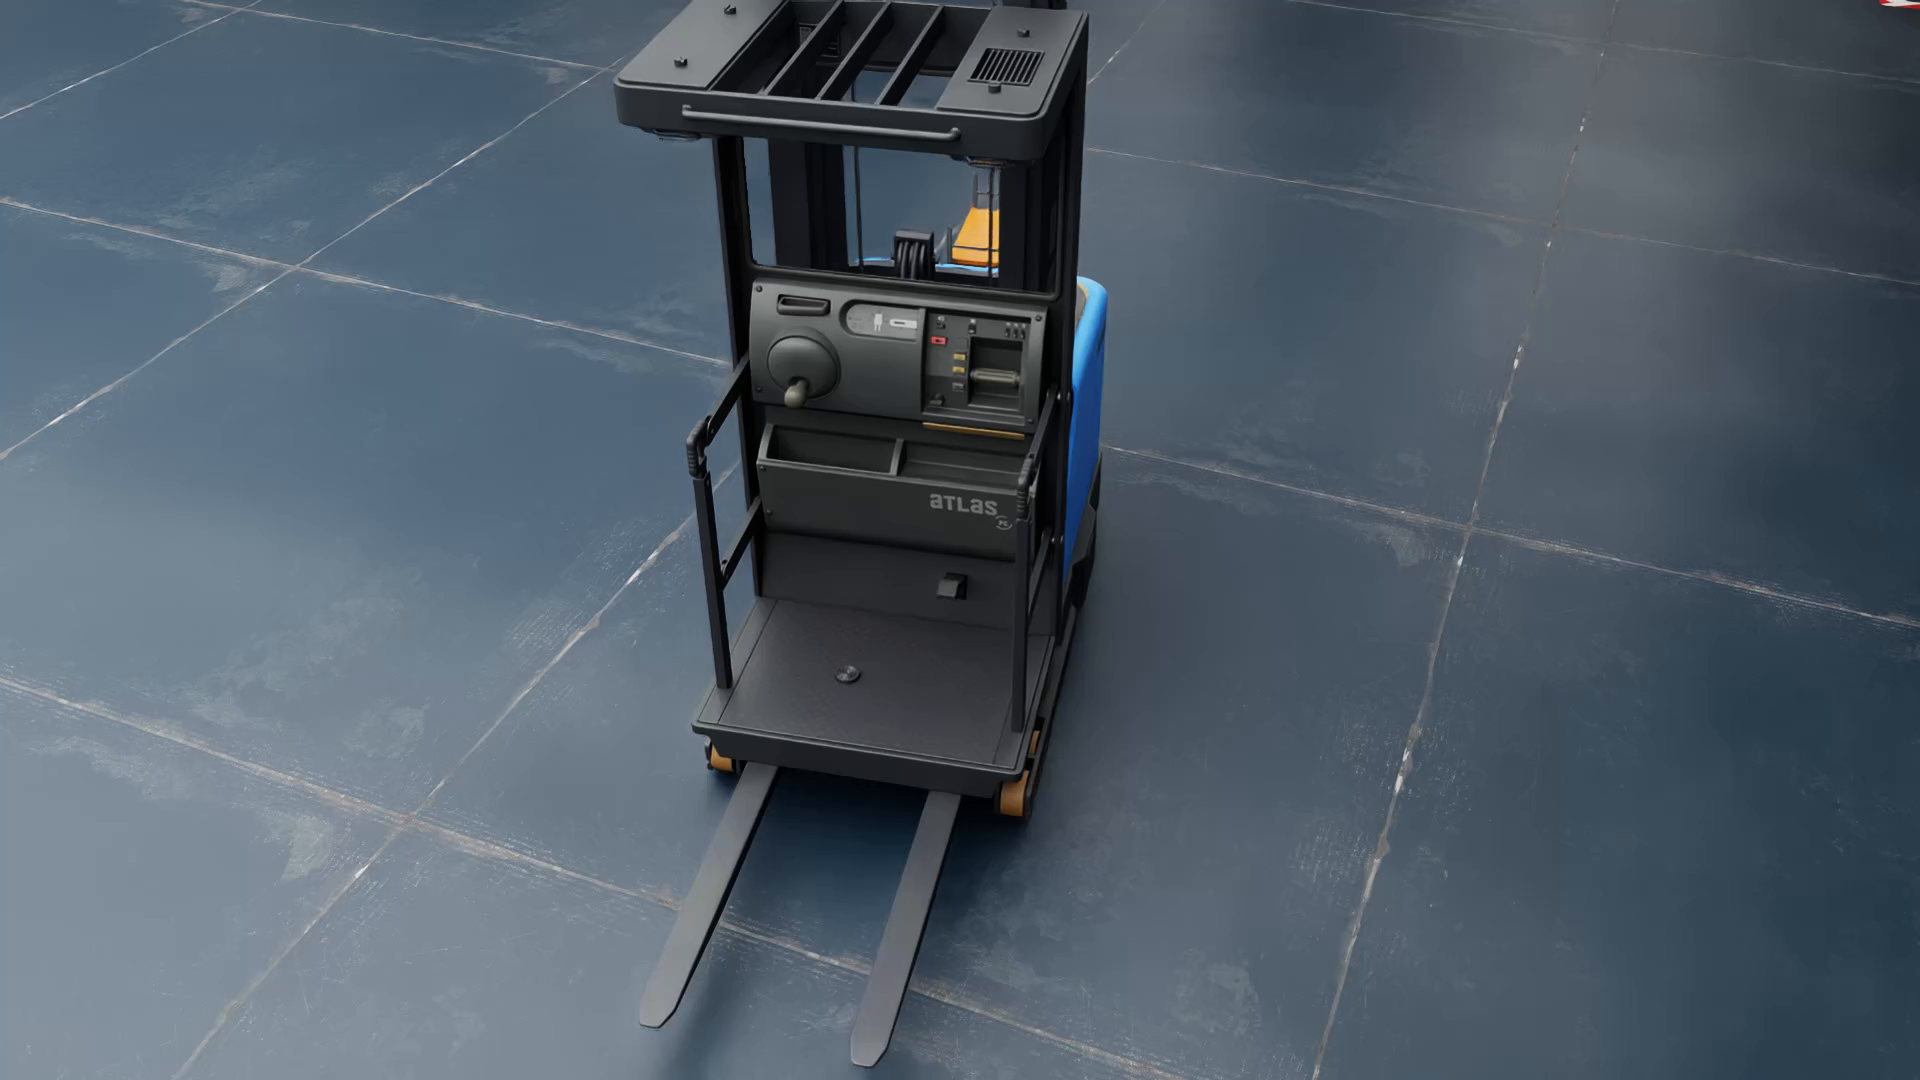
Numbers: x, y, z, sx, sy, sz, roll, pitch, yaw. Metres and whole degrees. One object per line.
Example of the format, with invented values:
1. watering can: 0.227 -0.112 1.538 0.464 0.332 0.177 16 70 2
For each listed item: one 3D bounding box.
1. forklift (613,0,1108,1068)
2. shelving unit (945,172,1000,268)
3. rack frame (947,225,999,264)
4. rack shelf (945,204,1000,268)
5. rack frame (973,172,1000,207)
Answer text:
1. forklift: -0.242 -0.503 4.974 1.130 2.935 3.031 7 37 10
2. shelving unit: 0.119 -0.849 6.884 0.258 1.200 0.503 7 37 10
3. rack frame: 0.068 -0.706 6.693 0.240 1.200 0.015 7 37 10
4. rack shelf: 0.119 -1.164 6.648 0.258 0.148 0.480 7 37 10
5. rack frame: 0.171 -0.992 7.075 0.240 1.200 0.015 7 37 10
